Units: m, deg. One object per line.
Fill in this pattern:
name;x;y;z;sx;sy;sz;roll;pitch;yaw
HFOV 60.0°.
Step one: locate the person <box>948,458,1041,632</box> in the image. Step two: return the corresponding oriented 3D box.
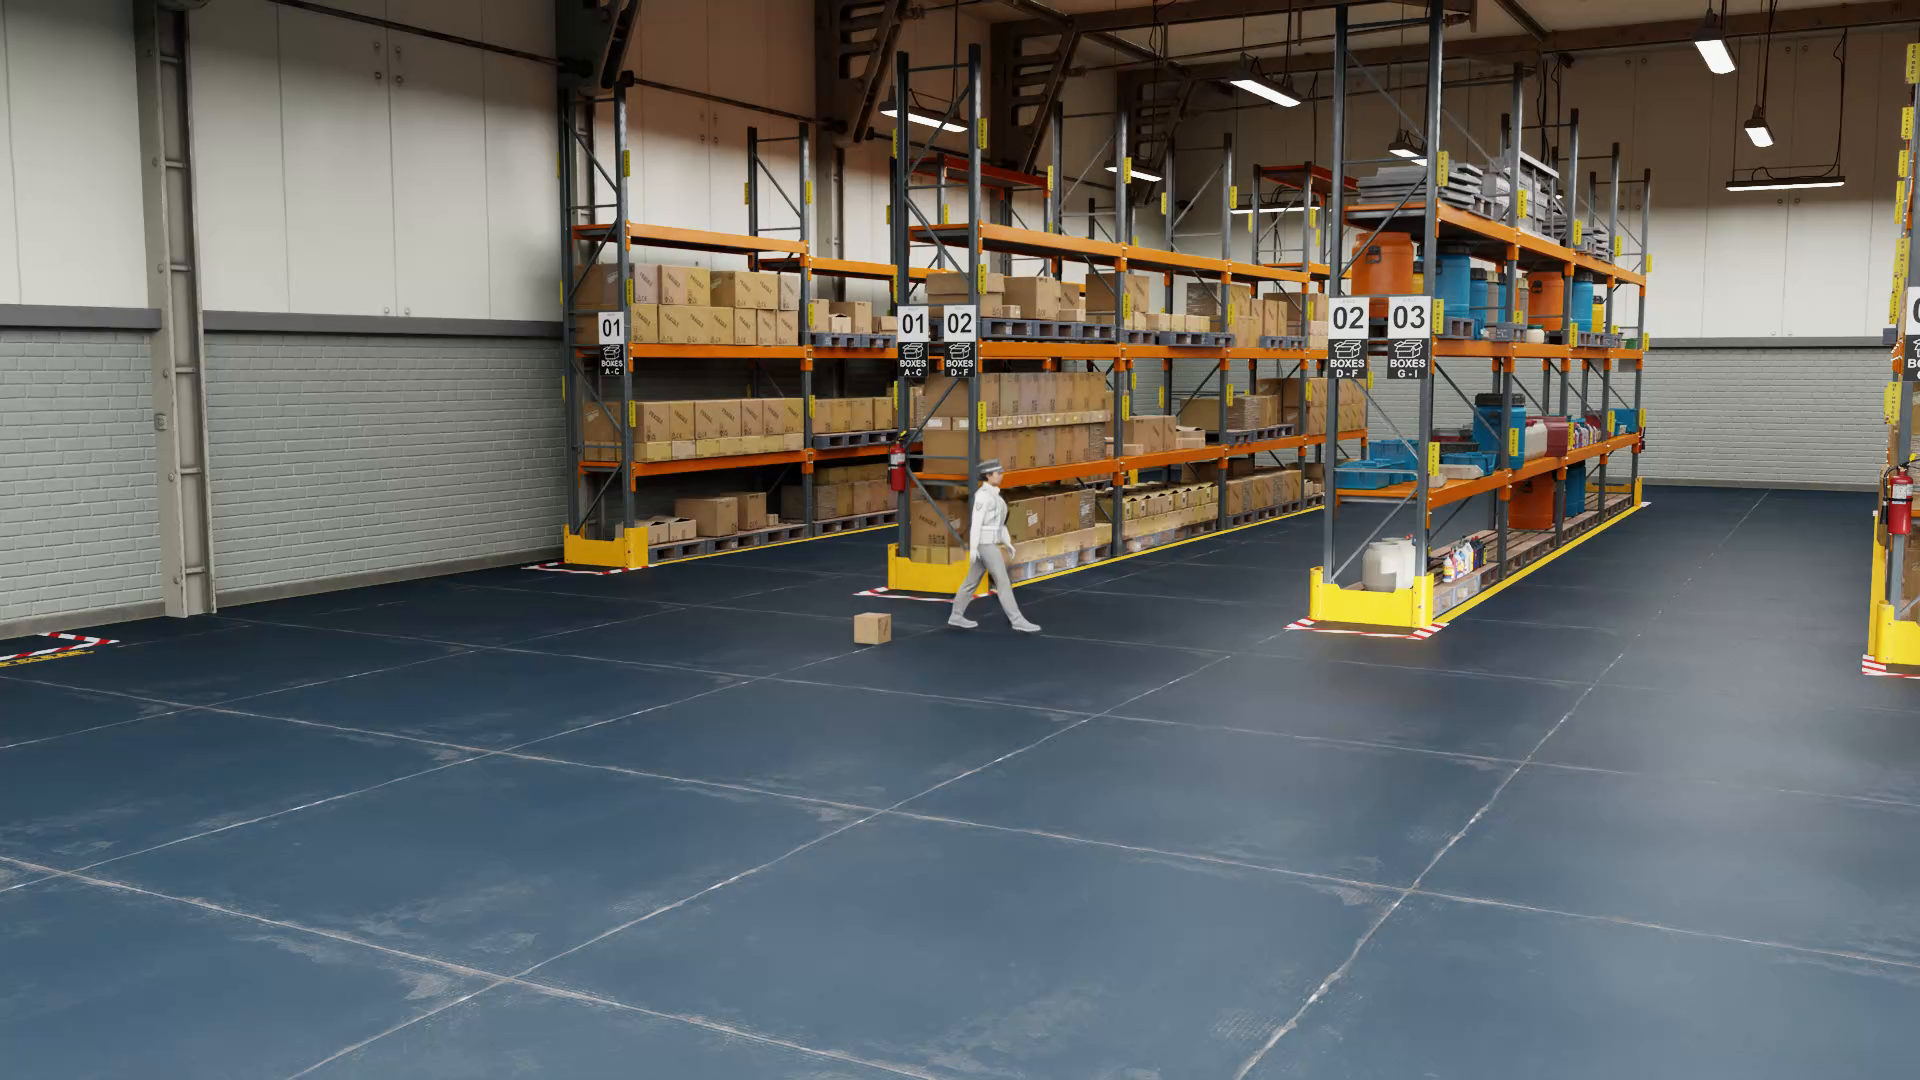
person;0.337;0.034;15.810;0.908;1.633;0.531;1;6;9
